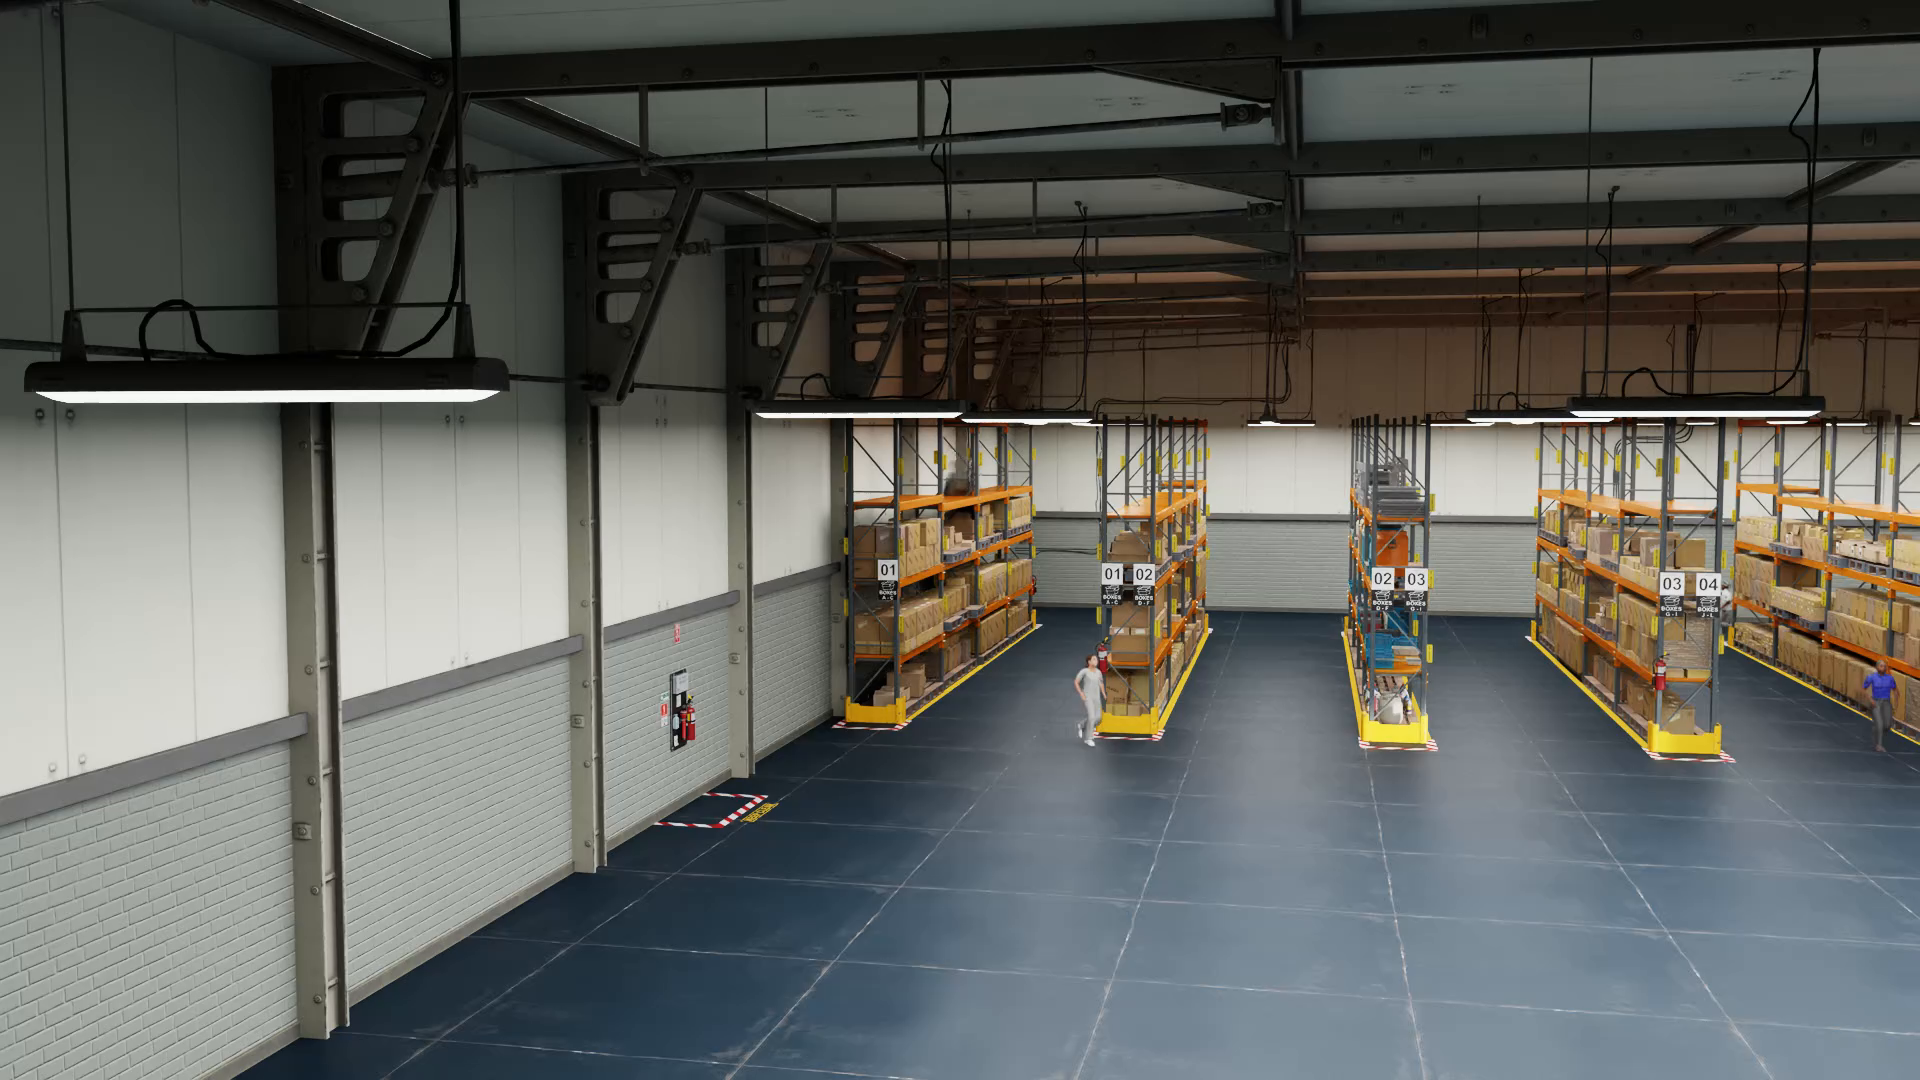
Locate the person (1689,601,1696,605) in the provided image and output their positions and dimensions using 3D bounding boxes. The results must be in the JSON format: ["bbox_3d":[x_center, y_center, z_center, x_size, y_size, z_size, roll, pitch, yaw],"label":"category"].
[{"bbox_3d":[19.110,1.917,44.112,0.902,1.716,0.706,-3,5,-36],"label":"person"}]

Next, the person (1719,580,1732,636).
[{"bbox_3d":[20.878,1.911,45.340,0.596,1.637,0.617,1,4,19],"label":"person"}]

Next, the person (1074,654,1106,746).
[{"bbox_3d":[2.390,3.024,30.371,0.609,1.389,0.575,-2,4,-29],"label":"person"}]

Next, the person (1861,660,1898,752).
[{"bbox_3d":[16.403,2.939,29.686,0.617,1.611,0.612,0,4,6],"label":"person"}]
